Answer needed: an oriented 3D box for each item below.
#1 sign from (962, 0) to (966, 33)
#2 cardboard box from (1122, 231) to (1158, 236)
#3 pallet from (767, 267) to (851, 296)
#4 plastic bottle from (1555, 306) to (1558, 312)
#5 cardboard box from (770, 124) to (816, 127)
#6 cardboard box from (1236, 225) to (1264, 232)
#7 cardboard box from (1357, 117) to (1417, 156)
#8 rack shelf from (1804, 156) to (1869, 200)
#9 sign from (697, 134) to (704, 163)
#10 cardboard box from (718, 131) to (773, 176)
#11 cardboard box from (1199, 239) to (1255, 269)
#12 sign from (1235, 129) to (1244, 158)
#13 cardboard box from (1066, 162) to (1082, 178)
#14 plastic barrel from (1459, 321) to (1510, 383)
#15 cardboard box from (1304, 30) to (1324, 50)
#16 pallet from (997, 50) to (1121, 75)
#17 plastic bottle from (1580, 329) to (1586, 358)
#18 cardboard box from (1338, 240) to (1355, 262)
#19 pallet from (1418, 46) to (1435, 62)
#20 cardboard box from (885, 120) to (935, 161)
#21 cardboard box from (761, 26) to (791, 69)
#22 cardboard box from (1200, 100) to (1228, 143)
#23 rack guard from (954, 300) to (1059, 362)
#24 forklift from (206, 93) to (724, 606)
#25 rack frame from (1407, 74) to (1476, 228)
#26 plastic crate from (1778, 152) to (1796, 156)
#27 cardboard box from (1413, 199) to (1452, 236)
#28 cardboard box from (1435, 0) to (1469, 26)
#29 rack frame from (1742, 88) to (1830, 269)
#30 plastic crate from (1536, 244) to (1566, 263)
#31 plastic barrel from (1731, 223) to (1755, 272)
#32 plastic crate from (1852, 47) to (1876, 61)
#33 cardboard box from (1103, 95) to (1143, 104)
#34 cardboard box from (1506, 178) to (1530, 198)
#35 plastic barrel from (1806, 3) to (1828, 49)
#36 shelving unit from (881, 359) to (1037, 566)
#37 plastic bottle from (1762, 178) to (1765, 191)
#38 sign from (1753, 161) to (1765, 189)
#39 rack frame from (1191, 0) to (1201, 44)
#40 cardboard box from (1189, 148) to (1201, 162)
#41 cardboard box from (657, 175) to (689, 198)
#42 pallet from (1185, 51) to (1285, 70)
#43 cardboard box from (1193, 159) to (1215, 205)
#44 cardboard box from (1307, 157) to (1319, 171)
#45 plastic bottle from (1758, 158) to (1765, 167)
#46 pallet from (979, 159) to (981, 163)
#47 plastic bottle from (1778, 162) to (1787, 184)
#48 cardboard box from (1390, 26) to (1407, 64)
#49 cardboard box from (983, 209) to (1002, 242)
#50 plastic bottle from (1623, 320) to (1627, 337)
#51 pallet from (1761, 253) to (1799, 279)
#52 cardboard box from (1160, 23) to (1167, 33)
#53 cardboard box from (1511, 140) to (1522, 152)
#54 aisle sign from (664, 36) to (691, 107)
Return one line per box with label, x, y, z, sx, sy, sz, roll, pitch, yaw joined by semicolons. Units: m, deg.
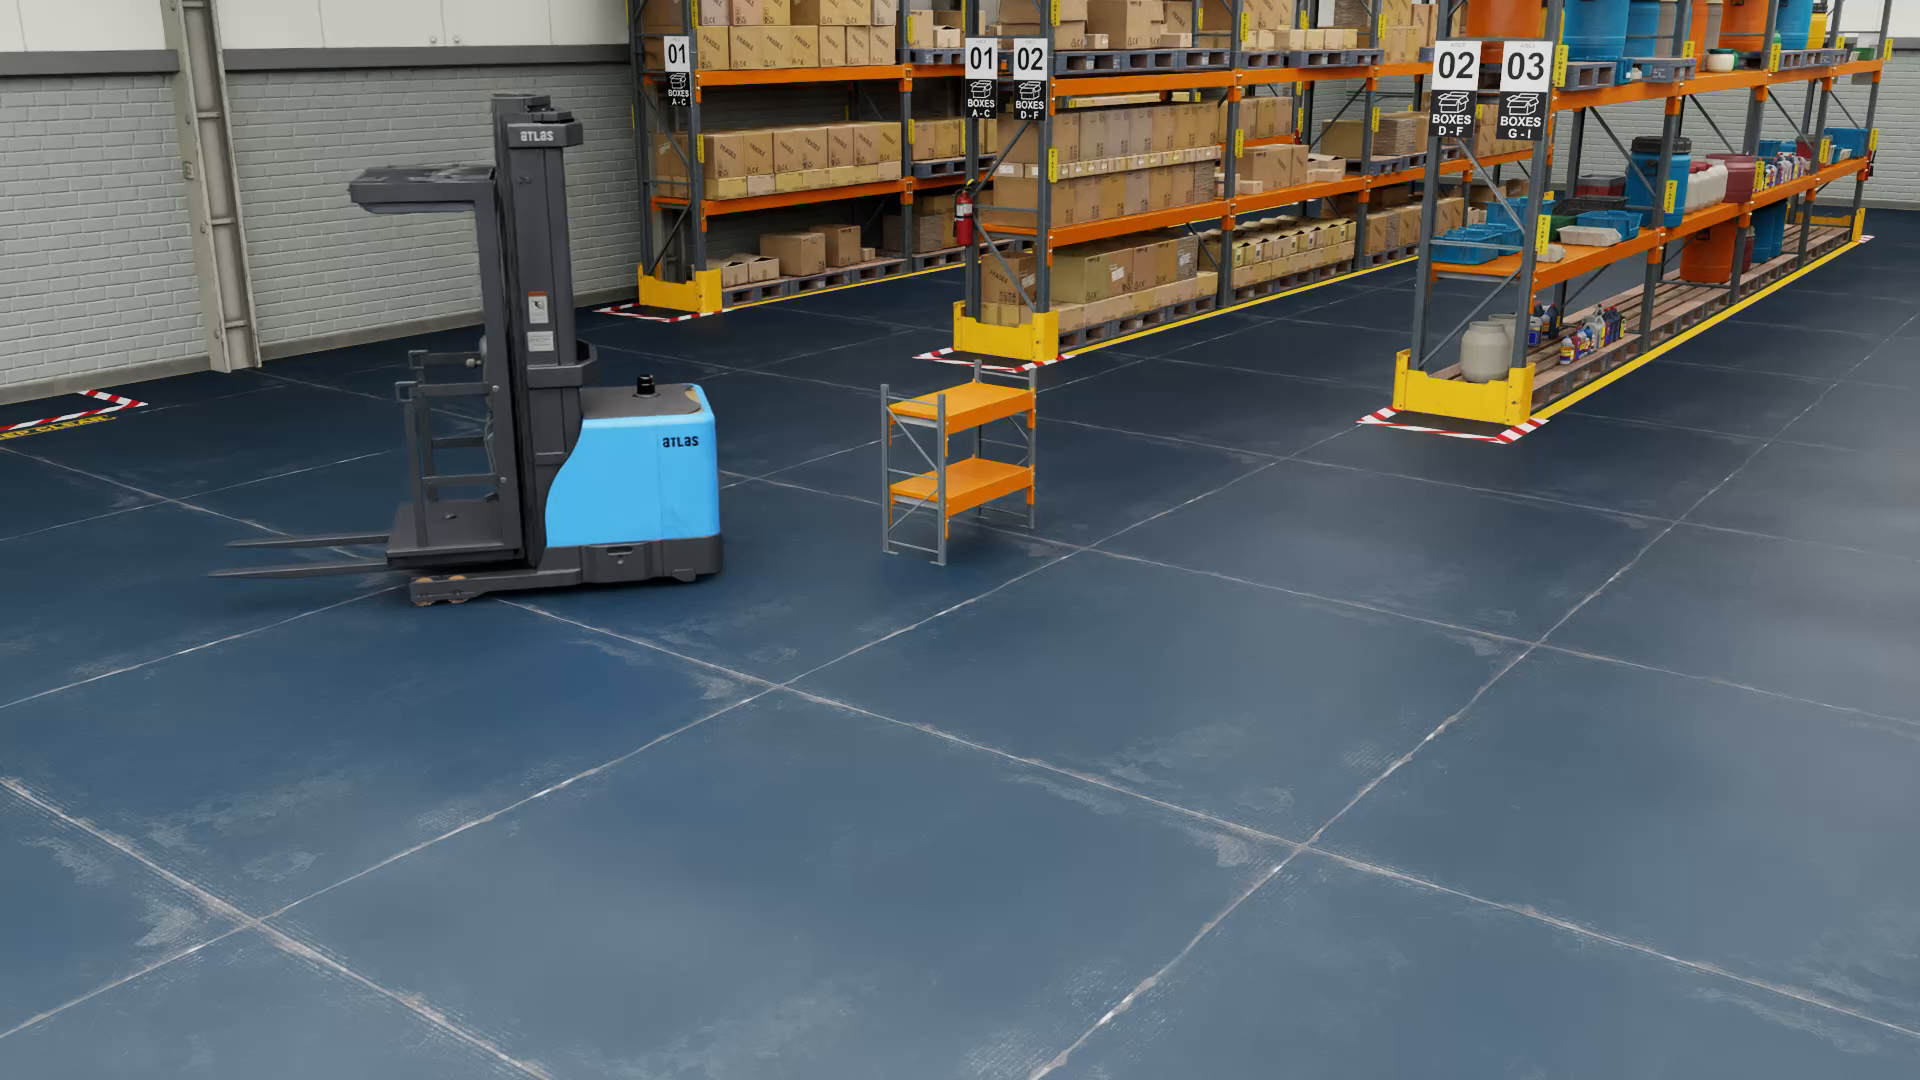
sign;0.064;-5.330;16.931;0.100;0.325;0.005;12;21;35
cardboard box;2.055;-3.436;19.913;0.500;0.500;0.500;12;21;35
pallet;-2.204;-3.450;21.999;1.003;0.211;1.213;12;21;35
plastic bottle;6.224;-2.303;17.442;0.061;0.283;0.133;12;21;35
cardboard box;-2.166;-5.221;21.953;0.500;0.500;0.500;13;22;36
cardboard box;3.792;-4.031;22.148;0.500;0.311;0.500;12;21;34
cardboard box;6.241;-5.921;24.375;0.500;0.500;0.700;-15;23;-40
rack shelf;12.809;-5.528;25.199;1.077;0.370;4.000;12;21;35
sign;-3.053;-4.605;19.555;0.100;0.325;0.005;12;21;35
cardboard box;-2.661;-4.760;20.469;0.500;0.500;0.500;12;21;35
cardboard box;3.321;-3.575;20.682;0.500;0.311;0.500;13;21;35
sign;3.321;-4.719;19.789;0.100;0.325;0.005;12;21;35
cardboard box;1.053;-3.889;17.448;0.380;0.149;0.250;12;21;33
plastic barrel;4.798;-1.719;15.210;0.421;0.512;0.421;0;17;0
cardboard box;4.385;-6.499;21.602;0.500;0.250;0.500;12;21;34
pallet;0.933;-4.967;17.272;1.003;0.211;1.213;12;21;35
plastic bottle;6.061;-1.926;16.247;0.097;0.271;0.097;0;17;0
cardboard box;5.140;-4.037;23.115;0.500;0.250;0.500;13;21;36
pallet;6.581;-7.223;24.706;1.213;0.211;1.003;12;21;35
cardboard box;-0.775;-5.613;23.351;0.700;0.500;0.500;12;21;35
cardboard box;-2.434;-6.059;20.436;0.500;0.500;0.500;14;22;37
cardboard box;4.436;-7.588;30.115;0.980;0.700;0.700;12;21;33
rack guard;0.477;-2.213;17.529;1.175;0.500;0.348;12;21;35
forklift;-3.056;-1.177;10.090;3.031;2.935;1.130;-4;18;-13
rack frame;7.641;-6.271;26.380;1.000;3.000;0.127;12;21;35
plastic crate;12.413;-5.765;25.095;0.293;0.136;0.466;12;21;35
cardboard box;7.276;-5.003;25.769;0.500;0.500;0.500;13;21;35
cardboard box;7.900;-8.351;26.167;0.700;0.500;0.500;12;21;35
rack frame;11.617;-5.395;23.558;1.000;3.000;0.127;12;21;35
plastic crate;5.259;-2.567;14.897;0.298;0.136;0.250;12;21;35
plastic barrel;10.184;-3.880;22.037;0.600;0.588;0.708;12;21;35
plastic crate;13.642;-7.394;25.294;0.450;0.188;0.336;12;21;35
cardboard box;2.668;-7.184;27.350;0.500;0.250;0.500;12;21;34
cardboard box;9.898;-6.067;29.196;0.500;0.500;0.500;12;21;35
plastic barrel;11.236;-6.865;22.208;0.600;0.588;0.600;0;17;0
shelving unit;0.004;-0.539;11.082;0.538;1.125;1.048;12;21;35
plastic bottle;10.197;-4.558;21.199;0.097;0.201;0.097;0;17;0
sign;9.680;-4.425;20.159;0.100;0.325;0.005;12;21;35
rack frame;3.661;-10.011;28.306;1.000;3.000;0.127;12;21;35
cardboard box;2.582;-4.499;19.412;0.380;0.149;0.250;12;21;33
cardboard box;-3.367;-4.371;20.480;0.500;0.250;0.500;13;21;35
pallet;3.390;-5.919;20.512;0.805;0.209;1.217;11;21;33
cardboard box;2.615;-4.307;19.885;0.700;0.500;0.500;12;21;33
cardboard box;4.569;-5.097;22.749;0.500;0.311;0.500;12;21;34
plastic bottle;10.474;-4.827;21.813;0.144;0.351;0.185;12;21;35
pallet;0.938;-5.913;25.549;1.213;0.211;1.003;12;21;35
plastic bottle;10.905;-4.890;22.143;0.152;0.276;0.135;12;21;35
cardboard box;5.795;-7.030;23.597;0.910;0.500;0.500;12;21;35
cardboard box;0.217;-4.803;25.125;0.700;0.500;0.500;12;21;34
plastic bottle;6.885;-2.222;17.317;0.097;0.201;0.097;0;17;0
pallet;11.124;-3.887;23.404;1.003;0.211;1.213;12;21;35
cardboard box;2.041;-5.821;19.079;0.500;0.311;0.500;11;20;32
cardboard box;9.068;-6.755;27.769;0.500;0.500;0.500;12;21;34
aisle sign;-3.291;-5.459;19.381;0.394;0.787;0.004;12;21;35
